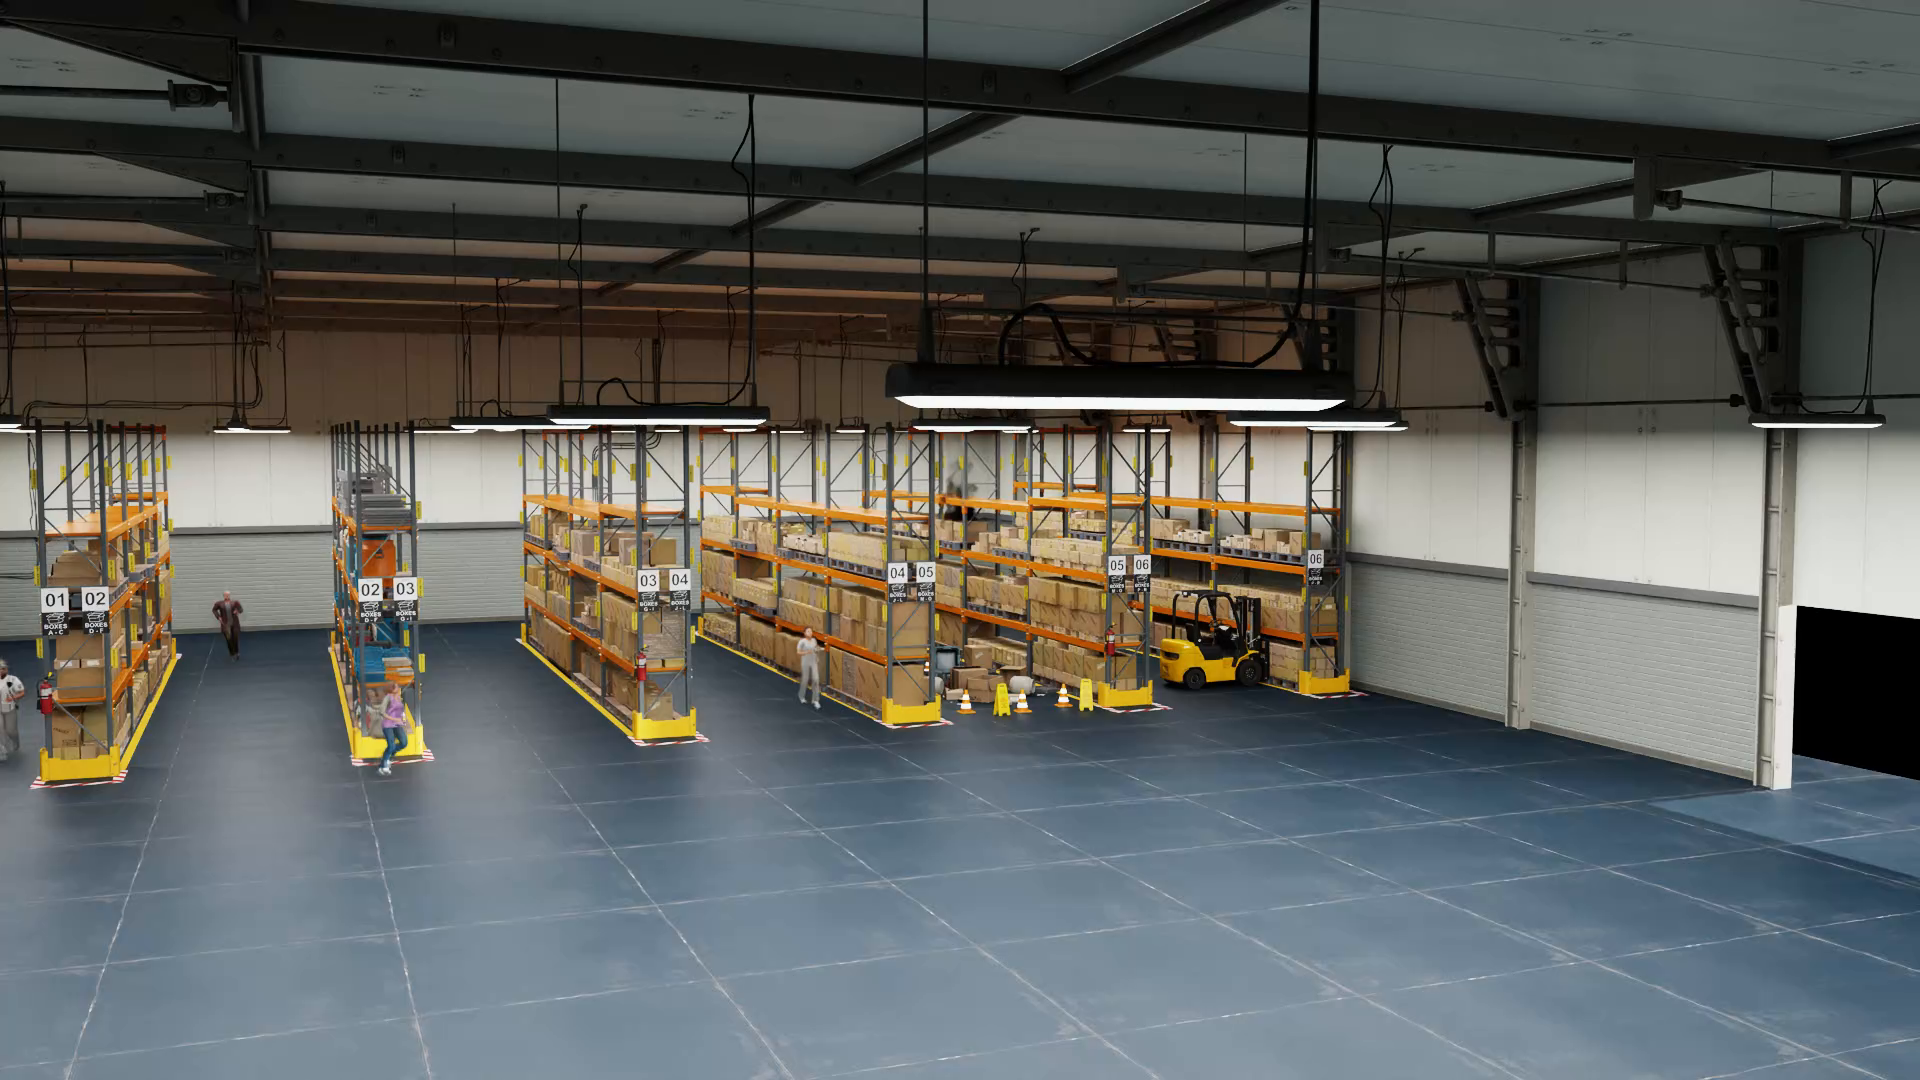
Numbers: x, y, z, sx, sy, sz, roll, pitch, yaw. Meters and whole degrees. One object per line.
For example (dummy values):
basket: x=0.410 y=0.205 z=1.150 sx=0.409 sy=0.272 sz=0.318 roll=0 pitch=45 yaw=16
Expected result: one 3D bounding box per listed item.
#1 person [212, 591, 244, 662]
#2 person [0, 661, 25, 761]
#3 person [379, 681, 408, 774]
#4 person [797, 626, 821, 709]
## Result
person: x=-18.642 y=2.211 z=42.406 sx=0.703 sy=1.831 sz=0.822 roll=-2 pitch=4 yaw=-32
person: x=-16.949 y=2.996 z=29.494 sx=0.666 sy=1.751 sz=0.788 roll=-1 pitch=4 yaw=-19
person: x=-9.616 y=3.228 z=28.277 sx=0.494 sy=1.478 sz=0.550 roll=1 pitch=4 yaw=18
person: x=-3.207 y=2.671 z=35.182 sx=0.555 sy=1.705 sz=0.841 roll=-2 pitch=4 yaw=-27
